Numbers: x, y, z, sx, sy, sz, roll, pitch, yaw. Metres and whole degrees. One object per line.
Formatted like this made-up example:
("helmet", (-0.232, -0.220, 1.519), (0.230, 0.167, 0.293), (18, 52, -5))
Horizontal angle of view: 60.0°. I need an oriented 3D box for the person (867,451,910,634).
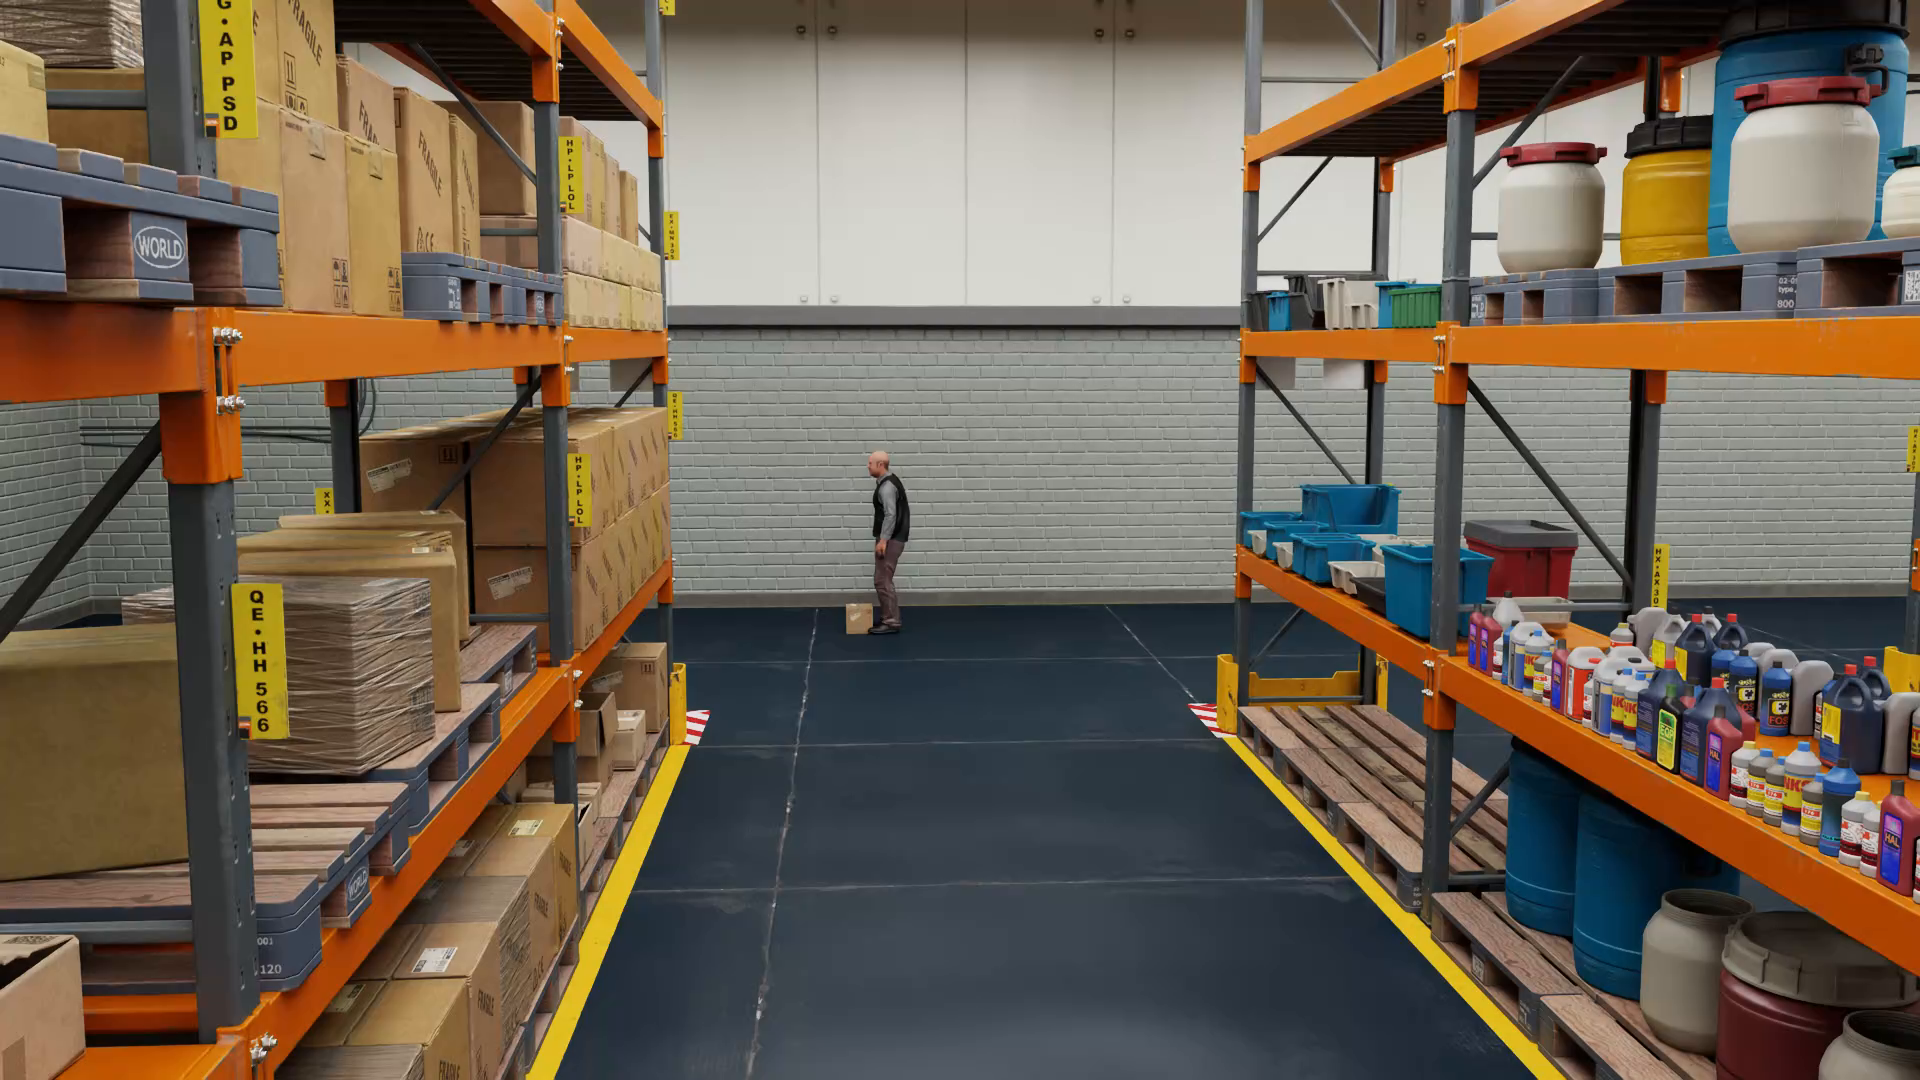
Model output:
("person", (-0.679, 0.013, 15.732), (0.416, 1.721, 0.580), (0, 7, -3))
